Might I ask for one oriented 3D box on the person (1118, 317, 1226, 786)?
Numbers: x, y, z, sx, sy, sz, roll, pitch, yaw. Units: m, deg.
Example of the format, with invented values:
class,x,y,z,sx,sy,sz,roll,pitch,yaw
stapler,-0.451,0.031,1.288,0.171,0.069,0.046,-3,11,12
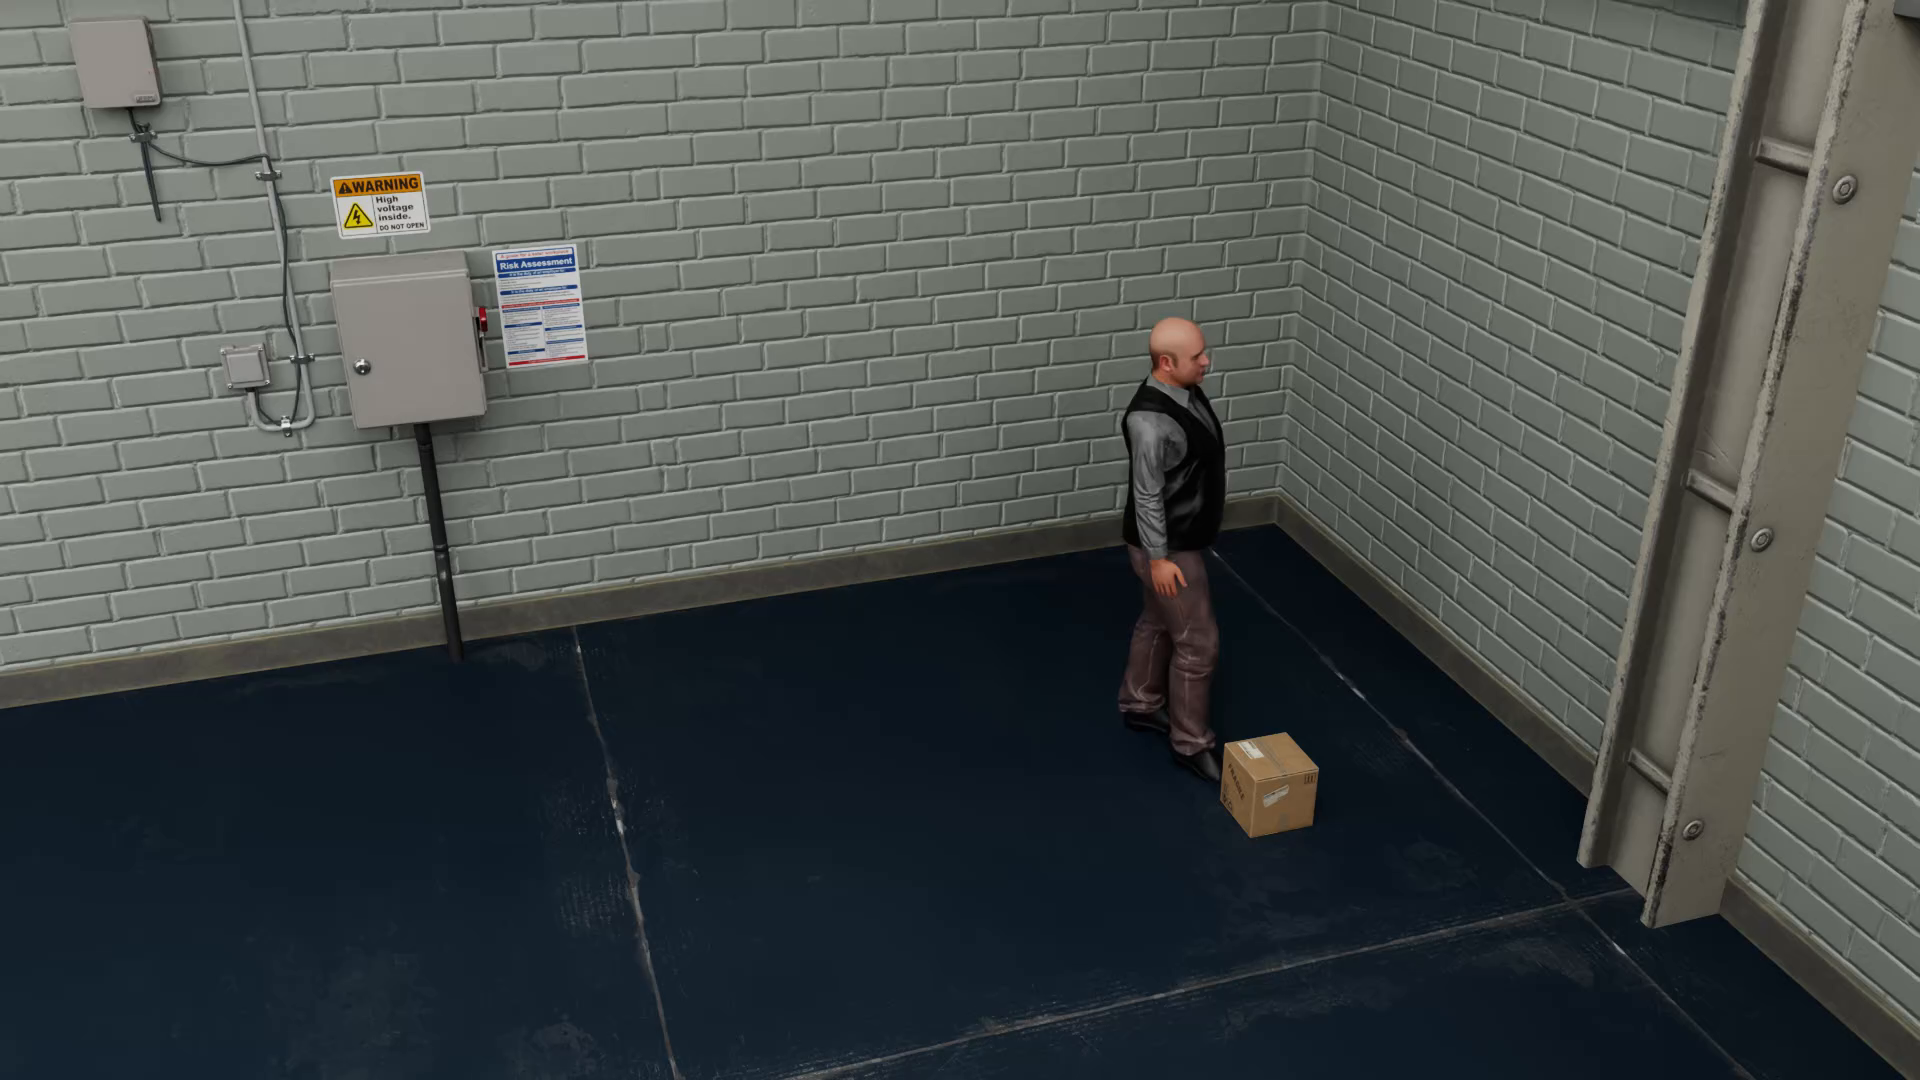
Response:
class,x,y,z,sx,sy,sz,roll,pitch,yaw
person,0.870,0.018,6.112,0.549,1.745,0.565,8,27,16
